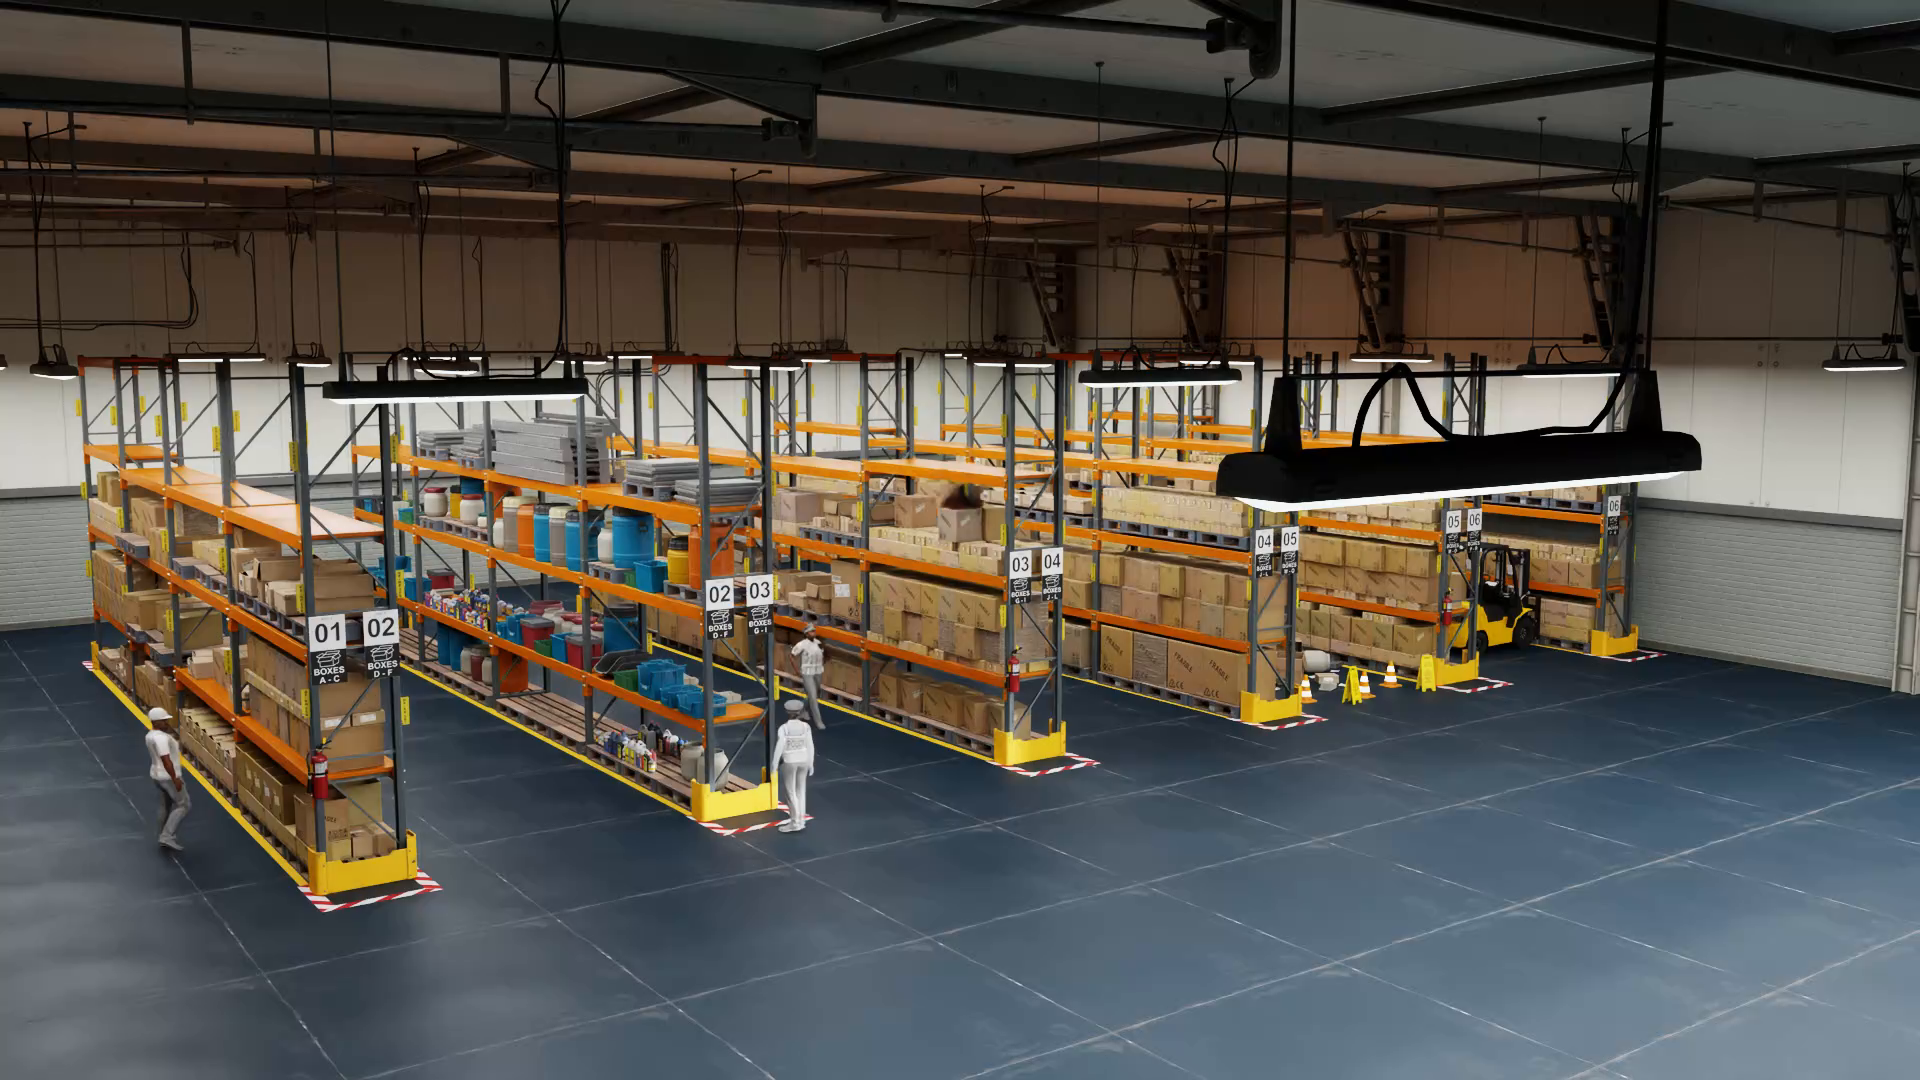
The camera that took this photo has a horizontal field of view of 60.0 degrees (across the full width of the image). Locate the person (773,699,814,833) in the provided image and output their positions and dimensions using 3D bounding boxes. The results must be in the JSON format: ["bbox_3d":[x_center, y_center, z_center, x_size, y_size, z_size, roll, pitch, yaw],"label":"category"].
[{"bbox_3d":[-2.142,2.910,21.429,0.533,1.705,0.377,-4,8,-28],"label":"person"}]

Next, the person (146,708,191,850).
[{"bbox_3d":[-9.831,2.958,20.633,0.680,1.771,0.408,7,9,43],"label":"person"}]

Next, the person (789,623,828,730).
[{"bbox_3d":[-2.411,2.189,27.123,0.634,1.658,0.986,-4,8,-33],"label":"person"}]

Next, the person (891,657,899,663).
[{"bbox_3d":[-1.328,1.586,32.776,0.544,1.674,0.722,-4,8,-29],"label":"person"}]
